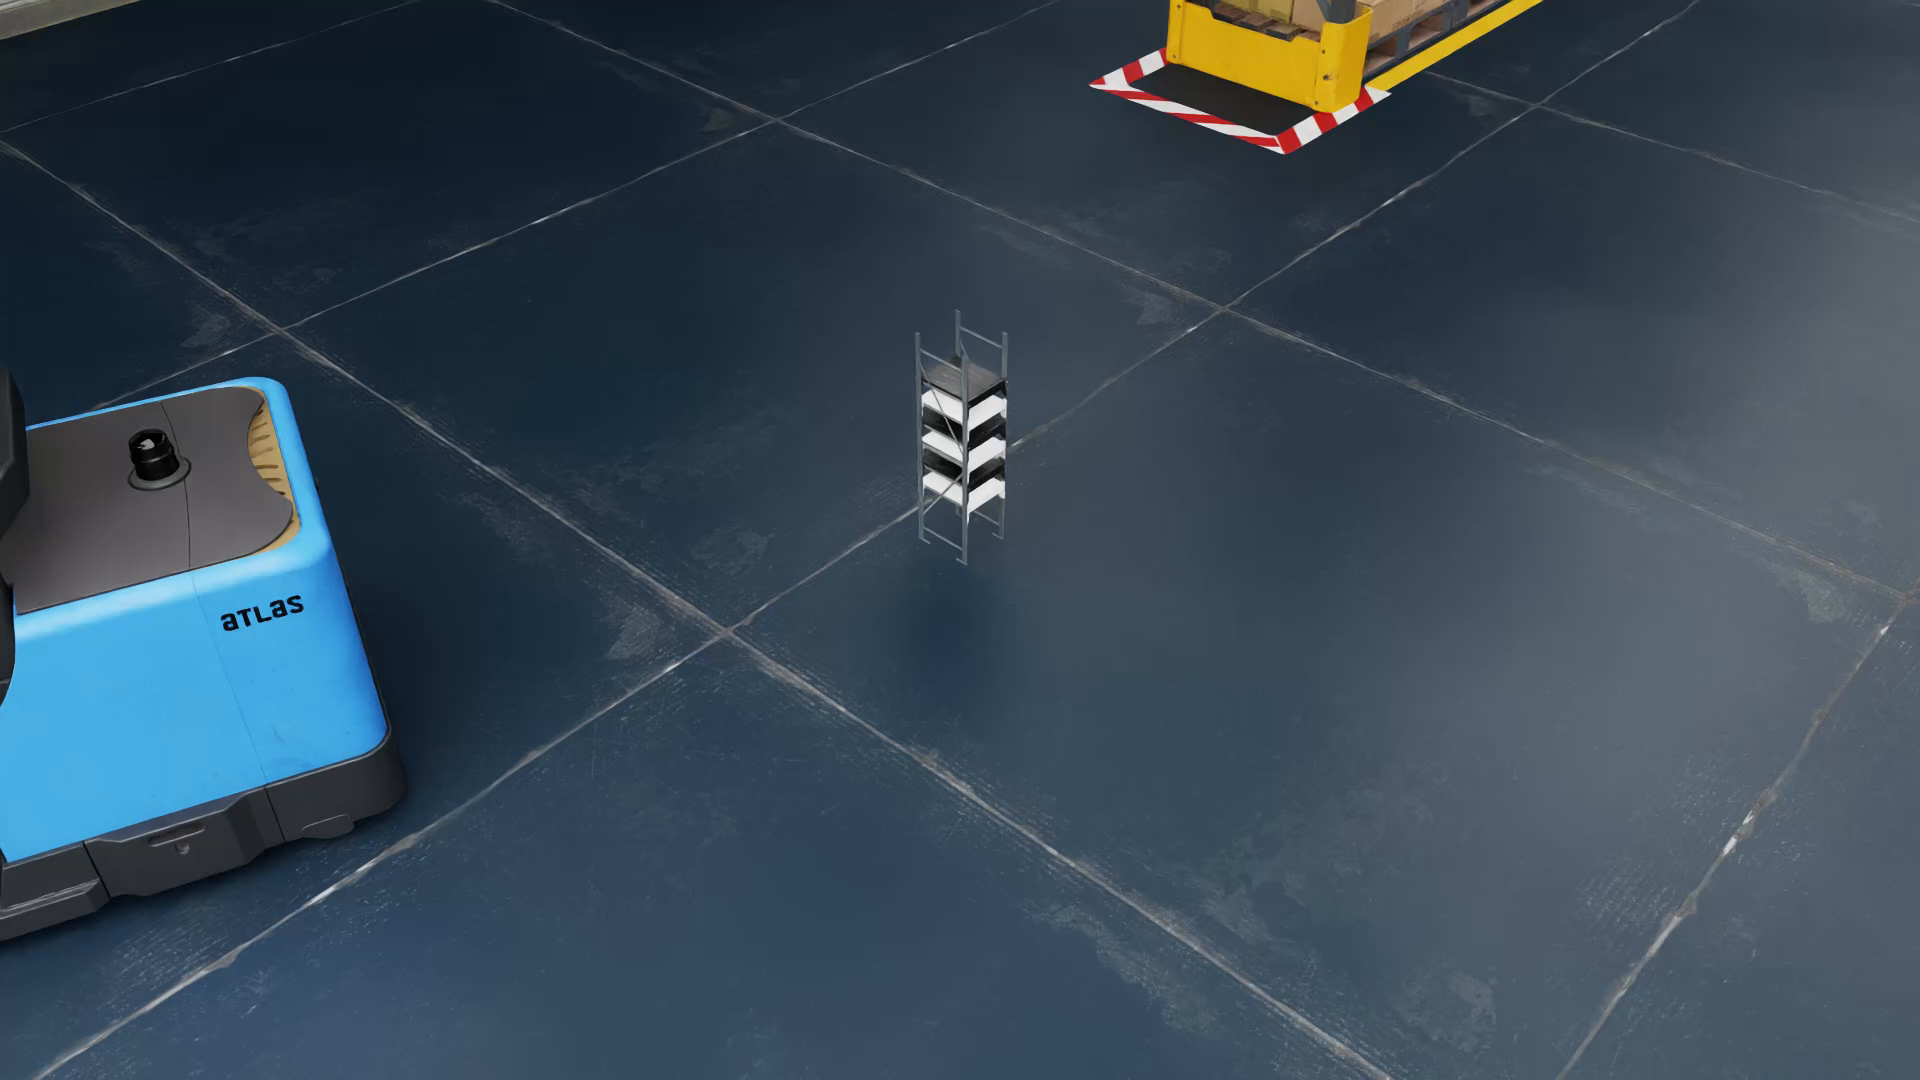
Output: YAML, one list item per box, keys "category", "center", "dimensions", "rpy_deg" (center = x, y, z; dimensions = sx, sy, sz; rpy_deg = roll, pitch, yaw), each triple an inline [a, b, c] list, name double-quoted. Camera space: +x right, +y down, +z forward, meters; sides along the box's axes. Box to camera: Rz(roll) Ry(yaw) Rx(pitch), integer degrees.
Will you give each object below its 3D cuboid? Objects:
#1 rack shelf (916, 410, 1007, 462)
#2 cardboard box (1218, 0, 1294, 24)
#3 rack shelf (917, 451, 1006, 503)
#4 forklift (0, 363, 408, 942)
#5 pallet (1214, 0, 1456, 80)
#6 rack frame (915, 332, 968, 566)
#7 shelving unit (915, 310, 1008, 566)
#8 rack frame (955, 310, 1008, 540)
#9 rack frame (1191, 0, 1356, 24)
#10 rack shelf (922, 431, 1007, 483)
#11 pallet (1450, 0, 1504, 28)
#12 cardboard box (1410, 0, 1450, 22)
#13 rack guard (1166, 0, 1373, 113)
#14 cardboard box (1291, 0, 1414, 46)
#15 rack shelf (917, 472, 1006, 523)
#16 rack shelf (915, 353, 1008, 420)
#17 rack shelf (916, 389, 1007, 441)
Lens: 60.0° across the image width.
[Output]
- category: "rack shelf"
  center: [0.005, -0.400, 5.939]
  dimensions: [0.258, 0.077, 0.200]
  rpy_deg: [30, 47, 32]
- category: "cardboard box"
  center: [1.895, -3.322, 9.889]
  dimensions: [0.500, 0.250, 0.500]
  rpy_deg: [30, 47, 32]
- category: "rack shelf"
  center: [0.005, -0.259, 6.051]
  dimensions: [0.258, 0.077, 0.200]
  rpy_deg: [30, 47, 32]
- category: "forklift"
  center: [-3.274, -0.171, 4.111]
  dimensions: [3.031, 2.935, 1.130]
  rpy_deg: [-17, 41, -20]
- category: "pallet"
  center: [2.237, -3.141, 10.030]
  dimensions: [1.003, 0.211, 1.213]
  rpy_deg: [30, 47, 32]
- category: "rack frame"
  center: [-0.063, -0.309, 5.916]
  dimensions: [0.240, 0.900, 0.006]
  rpy_deg: [30, 47, 32]
- category: "shelving unit"
  center: [0.005, -0.356, 5.975]
  dimensions: [0.258, 0.900, 0.210]
  rpy_deg: [30, 47, 32]
- category: "rack frame"
  center: [0.074, -0.403, 6.033]
  dimensions: [0.240, 0.900, 0.006]
  rpy_deg: [30, 47, 32]
- category: "rack frame"
  center: [1.752, -3.863, 8.698]
  dimensions: [1.000, 3.000, 0.127]
  rpy_deg: [30, 47, 32]
- category: "rack shelf"
  center: [0.005, -0.330, 5.995]
  dimensions: [0.258, 0.077, 0.200]
  rpy_deg: [30, 47, 32]
- category: "pallet"
  center: [3.060, -3.699, 10.732]
  dimensions: [1.003, 0.211, 1.213]
  rpy_deg: [30, 47, 32]
- category: "cardboard box"
  center: [2.612, -3.336, 9.907]
  dimensions: [0.500, 0.250, 0.500]
  rpy_deg: [30, 47, 32]
- category: "rack guard"
  center: [1.736, -2.874, 9.463]
  dimensions: [1.175, 0.500, 0.348]
  rpy_deg: [30, 47, 32]
- category: "cardboard box"
  center: [2.278, -3.104, 9.616]
  dimensions: [0.500, 0.250, 0.500]
  rpy_deg: [30, 47, 32]
- category: "rack shelf"
  center: [0.005, -0.189, 6.107]
  dimensions: [0.258, 0.077, 0.200]
  rpy_deg: [30, 47, 32]
- category: "rack shelf"
  center: [0.005, -0.541, 5.827]
  dimensions: [0.258, 0.077, 0.200]
  rpy_deg: [30, 47, 32]
- category: "rack shelf"
  center: [0.005, -0.471, 5.883]
  dimensions: [0.258, 0.077, 0.200]
  rpy_deg: [30, 47, 32]
